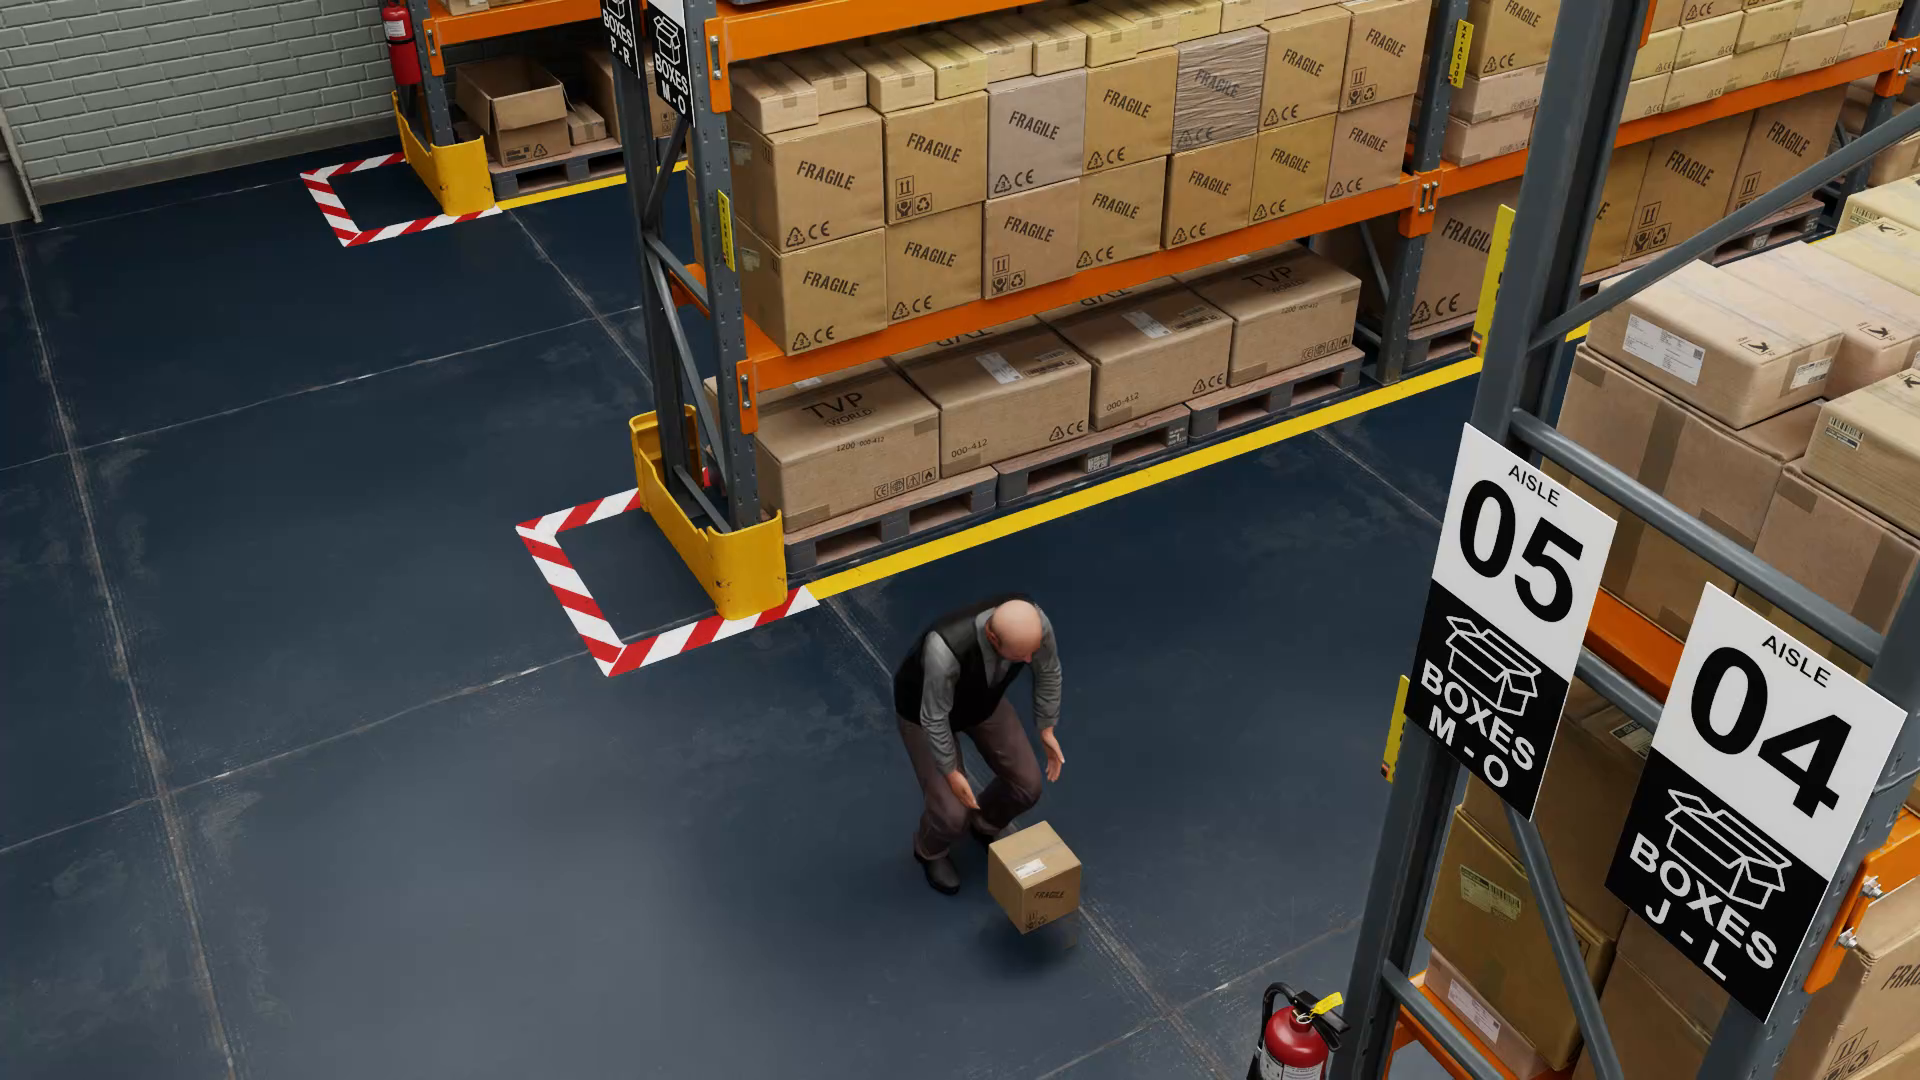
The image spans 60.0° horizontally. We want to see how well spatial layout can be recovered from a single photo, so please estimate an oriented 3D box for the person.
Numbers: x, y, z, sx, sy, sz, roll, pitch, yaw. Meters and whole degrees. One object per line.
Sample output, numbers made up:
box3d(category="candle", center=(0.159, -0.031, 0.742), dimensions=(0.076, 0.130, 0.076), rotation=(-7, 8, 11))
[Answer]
box3d(category="person", center=(0.091, 0.765, 6.265), dimensions=(0.590, 1.312, 0.737), rotation=(-19, 41, -24))
